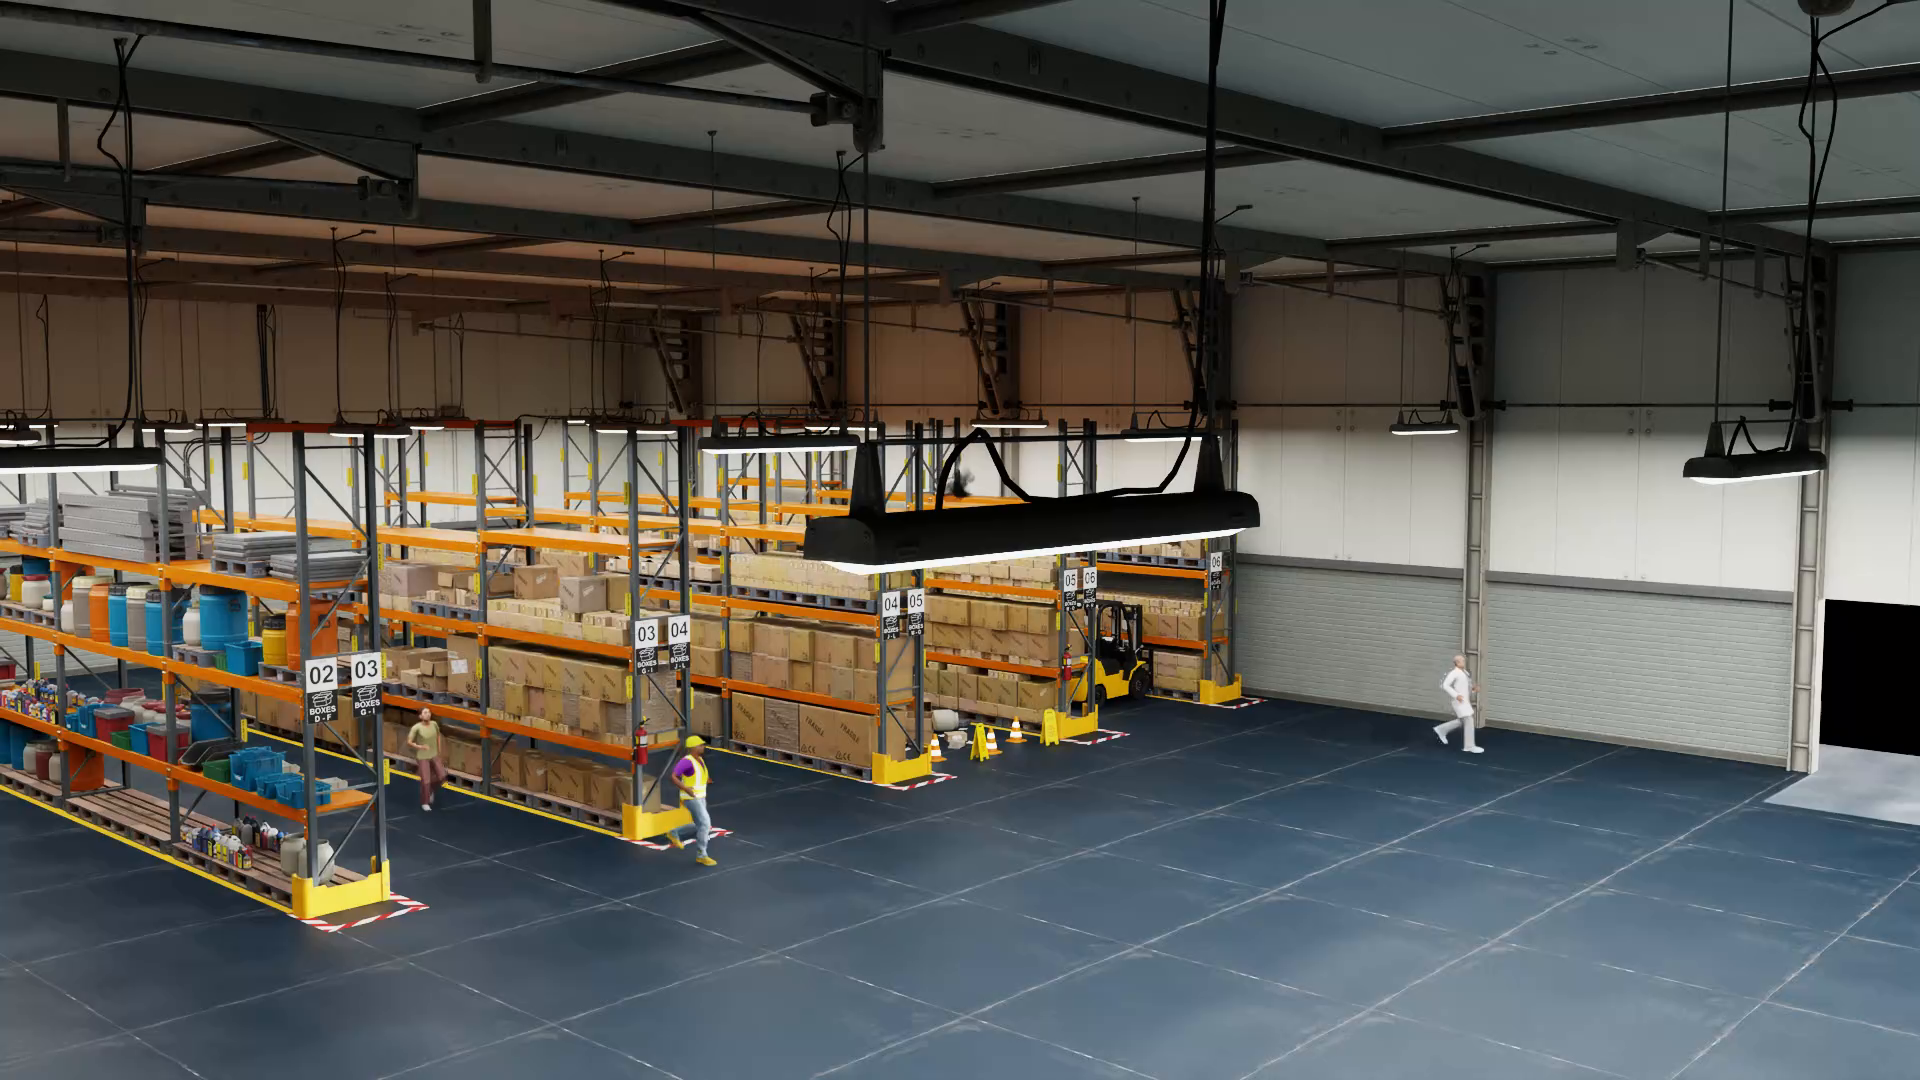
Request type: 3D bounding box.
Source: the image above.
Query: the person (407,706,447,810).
[{"bbox_3d":[-8.281,3.396,25.890,0.525,1.637,0.626,4,6,43],"label":"person"}]

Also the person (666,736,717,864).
[{"bbox_3d":[-3.719,3.595,23.210,0.850,1.729,0.732,1,5,12],"label":"person"}]

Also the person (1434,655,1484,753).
[{"bbox_3d":[9.106,2.974,30.330,0.963,1.751,0.720,3,6,34],"label":"person"}]
